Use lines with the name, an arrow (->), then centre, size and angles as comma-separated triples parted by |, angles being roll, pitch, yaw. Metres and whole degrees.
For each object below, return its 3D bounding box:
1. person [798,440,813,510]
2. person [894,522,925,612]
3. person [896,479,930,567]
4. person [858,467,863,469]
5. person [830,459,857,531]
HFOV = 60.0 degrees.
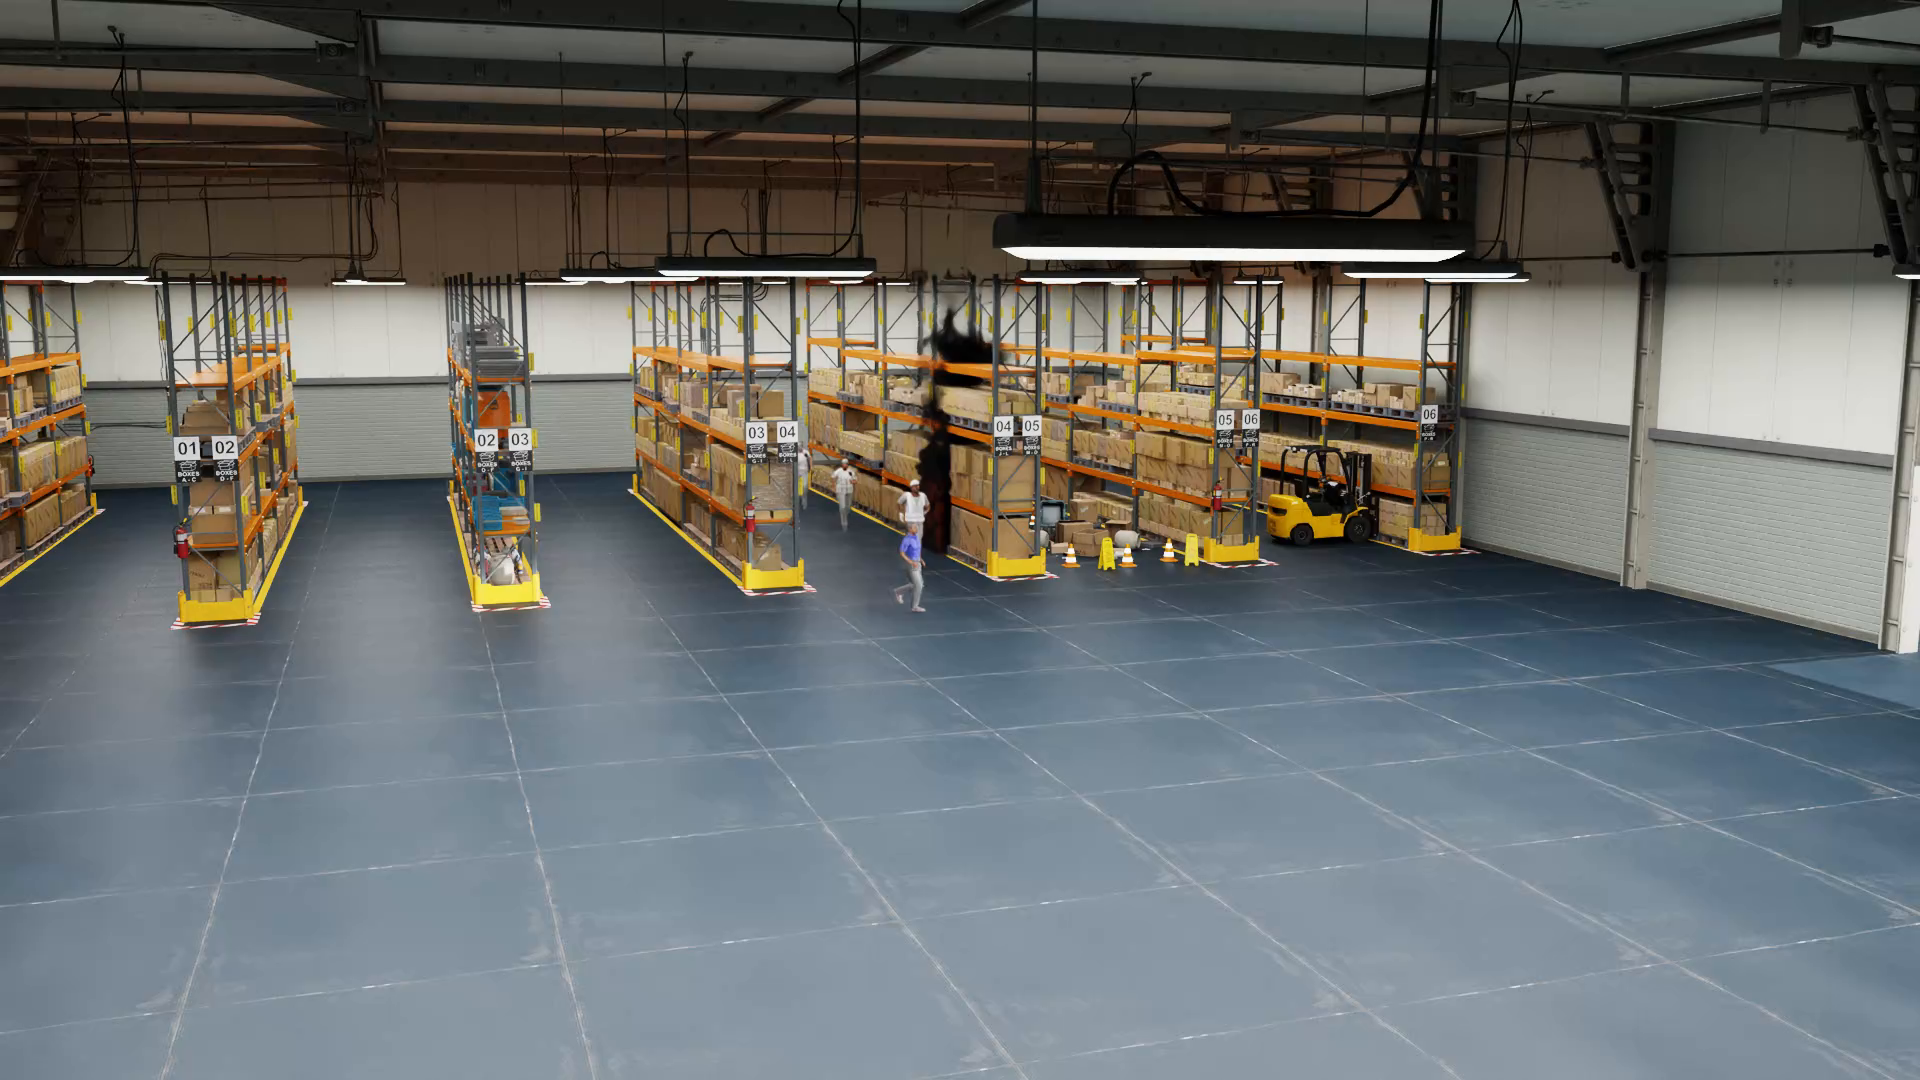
person -> -4.196, -1.725, 43.643 | 0.671, 1.836, 0.944 | -2, 9, -12
person -> -0.917, 0.466, 29.666 | 0.633, 1.611, 0.617 | 3, 9, 21
person -> -0.941, -0.378, 34.551 | 0.700, 1.778, 0.913 | -4, 9, -23
person -> -2.899, -2.562, 49.393 | 0.771, 1.689, 0.734 | -7, 11, -39
person -> -2.751, -1.103, 39.770 | 0.594, 1.689, 0.877 | -3, 9, -22
